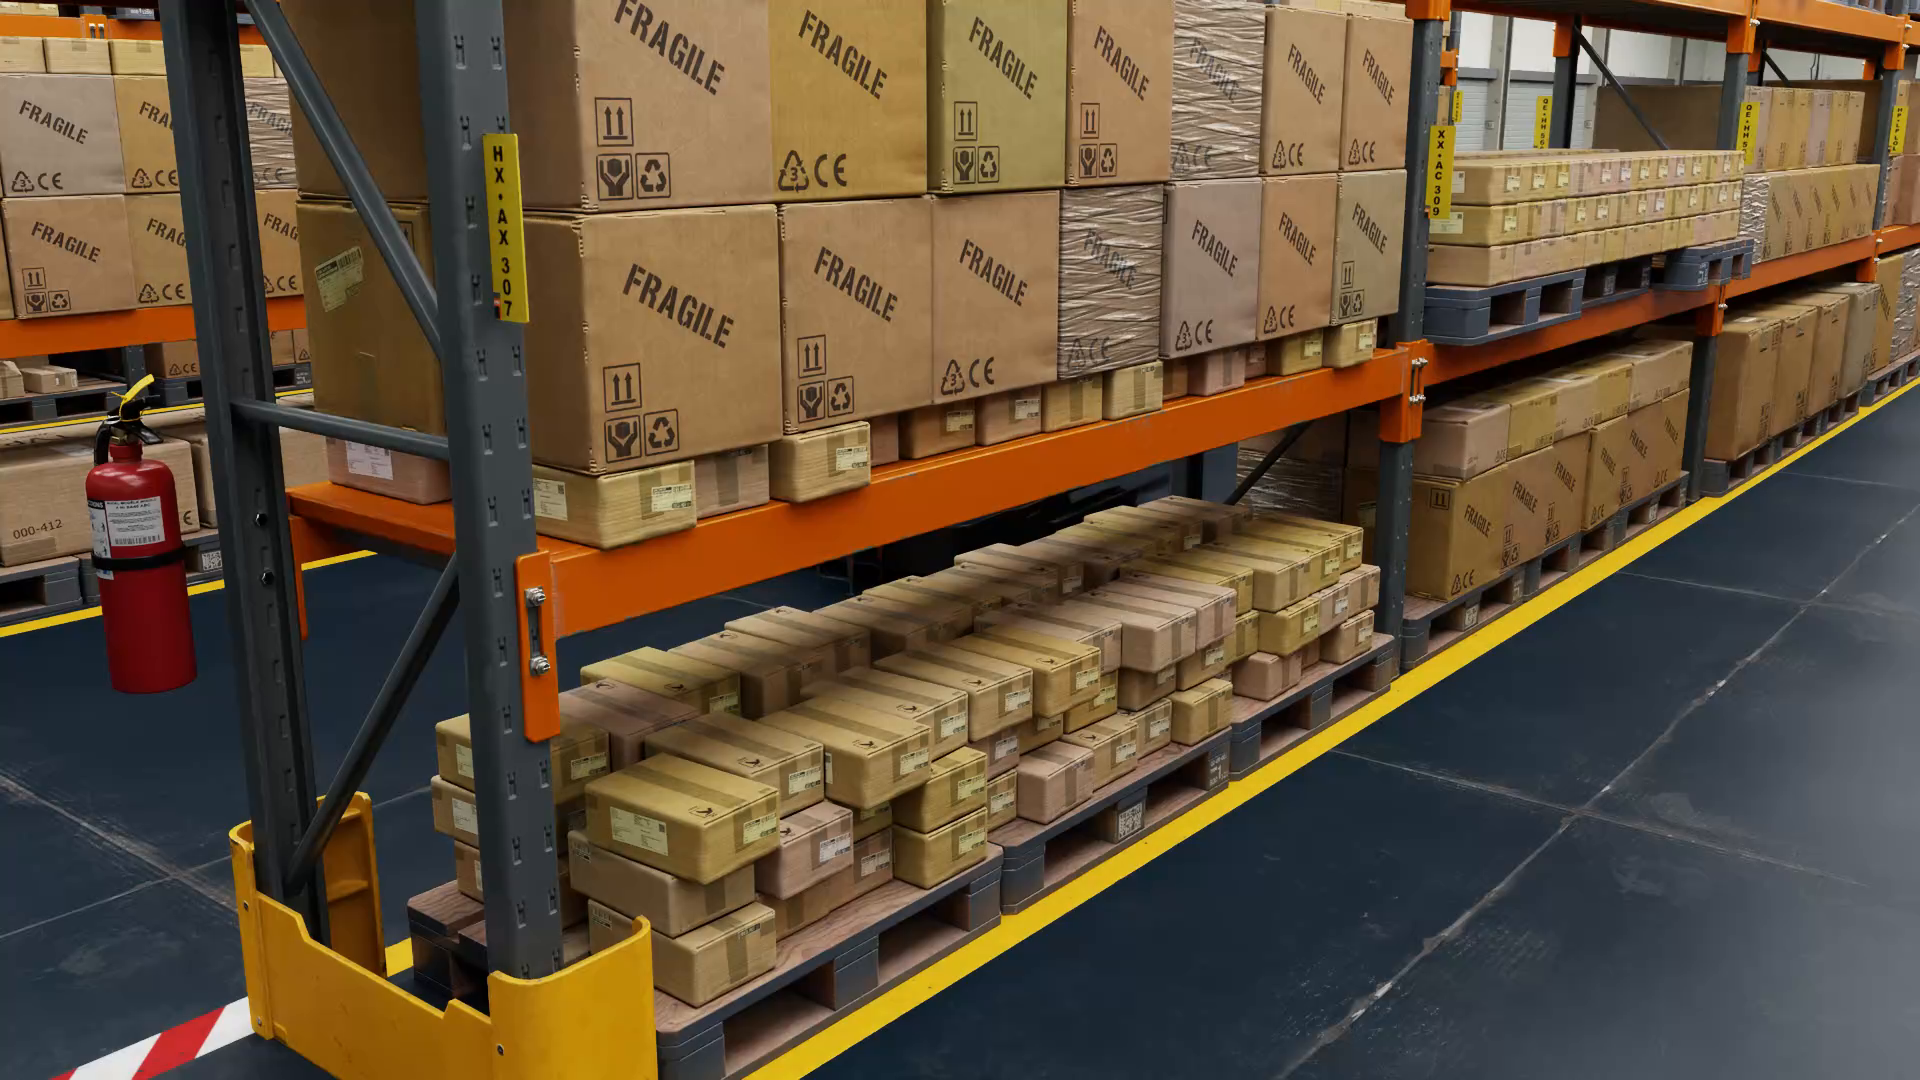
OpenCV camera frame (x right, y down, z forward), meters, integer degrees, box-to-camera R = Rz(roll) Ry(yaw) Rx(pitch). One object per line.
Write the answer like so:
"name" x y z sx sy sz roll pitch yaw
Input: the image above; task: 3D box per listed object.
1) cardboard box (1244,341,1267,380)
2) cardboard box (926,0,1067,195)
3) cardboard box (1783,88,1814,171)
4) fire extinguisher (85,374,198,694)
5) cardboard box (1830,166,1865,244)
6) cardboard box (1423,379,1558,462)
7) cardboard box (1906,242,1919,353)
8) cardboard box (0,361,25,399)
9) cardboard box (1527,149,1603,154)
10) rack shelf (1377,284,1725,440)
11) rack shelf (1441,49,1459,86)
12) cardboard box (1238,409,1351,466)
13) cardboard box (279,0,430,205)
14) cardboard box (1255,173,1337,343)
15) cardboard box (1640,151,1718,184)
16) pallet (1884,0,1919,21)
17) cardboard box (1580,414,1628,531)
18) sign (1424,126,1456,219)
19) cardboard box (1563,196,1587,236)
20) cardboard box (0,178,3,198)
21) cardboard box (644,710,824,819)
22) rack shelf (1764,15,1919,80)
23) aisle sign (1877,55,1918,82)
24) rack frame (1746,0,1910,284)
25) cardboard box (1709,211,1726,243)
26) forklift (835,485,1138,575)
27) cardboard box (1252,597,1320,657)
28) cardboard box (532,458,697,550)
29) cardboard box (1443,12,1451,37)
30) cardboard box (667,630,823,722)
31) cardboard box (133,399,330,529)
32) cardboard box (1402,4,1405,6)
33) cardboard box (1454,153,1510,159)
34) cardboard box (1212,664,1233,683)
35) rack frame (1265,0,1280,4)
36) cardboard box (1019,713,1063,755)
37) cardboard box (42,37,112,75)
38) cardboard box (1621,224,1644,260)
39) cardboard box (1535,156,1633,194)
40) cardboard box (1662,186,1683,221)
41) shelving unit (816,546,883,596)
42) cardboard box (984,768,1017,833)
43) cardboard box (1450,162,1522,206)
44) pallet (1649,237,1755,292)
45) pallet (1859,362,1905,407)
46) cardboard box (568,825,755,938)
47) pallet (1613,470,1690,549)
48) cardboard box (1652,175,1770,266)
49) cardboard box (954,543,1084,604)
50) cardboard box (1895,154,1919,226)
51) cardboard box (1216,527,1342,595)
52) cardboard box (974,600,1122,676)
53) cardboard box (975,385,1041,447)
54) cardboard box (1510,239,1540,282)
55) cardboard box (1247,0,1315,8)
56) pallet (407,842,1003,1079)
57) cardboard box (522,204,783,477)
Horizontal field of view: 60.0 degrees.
"cardboard box" 0.784 -0.620 5.481 0.380 0.149 0.250 11 18 36
"cardboard box" -0.080 -1.129 4.138 0.500 0.500 0.500 11 18 36
"cardboard box" 5.051 -2.657 10.754 0.700 0.500 0.500 11 18 37
"fire extinguisher" -1.743 -0.018 3.518 0.296 0.674 0.183 11 18 38
"cardboard box" 5.879 -2.322 11.468 0.500 0.500 0.500 11 18 37
"cardboard box" 2.291 -0.538 7.349 0.500 0.250 0.500 12 18 39
"cardboard box" 7.905 -2.142 14.426 0.875 0.875 0.875 11 18 37
"cardboard box" -6.834 -1.151 11.763 0.396 0.266 0.258 12 19 40
"cardboard box" 3.195 -2.005 8.873 0.380 0.149 0.250 11 18 36
"rack shelf" 2.546 -1.014 7.983 1.077 0.370 4.000 11 18 38
"rack shelf" 3.660 -4.746 16.583 1.077 0.370 4.000 11 18 38
"cardboard box" 1.560 -0.517 7.266 0.500 0.250 0.500 11 18 36
"cardboard box" -1.131 -1.017 3.695 0.500 0.500 0.500 11 18 36
"cardboard box" 0.877 -0.936 5.410 0.500 0.500 0.500 11 18 36
"cardboard box" 3.527 -1.853 8.274 0.380 0.149 0.250 12 19 39
"pallet" 6.839 -4.077 12.669 1.003 0.211 1.213 11 18 38
"cardboard box" 2.944 -0.368 8.205 0.500 0.500 0.500 10 18 35
"sign" 1.716 -1.317 5.955 0.100 0.325 0.005 11 18 38
"cardboard box" 2.380 -1.359 6.933 0.380 0.149 0.250 10 18 35
"cardboard box" -4.296 -1.641 6.757 0.500 0.500 0.500 11 18 36
"cardboard box" -0.552 0.557 4.066 0.380 0.149 0.250 12 18 39
"rack shelf" 7.574 -4.000 13.644 1.077 0.370 4.000 11 18 38
"aisle sign" 8.642 -4.598 15.349 0.394 0.787 0.004 11 18 38
"rack frame" 6.317 -2.512 12.417 1.000 3.000 0.127 11 18 38
"cardboard box" 3.693 -1.614 8.543 0.380 0.149 0.250 11 18 37
"forklift" 0.318 -1.552 8.781 1.130 2.935 3.031 8 16 30
"cardboard box" 1.023 0.272 5.794 0.380 0.149 0.250 10 18 36
"cardboard box" -0.767 -0.103 3.446 0.380 0.149 0.250 11 18 37
"cardboard box" 4.805 -5.410 17.434 0.500 0.250 0.500 11 18 37
"cardboard box" -0.611 0.388 4.734 0.380 0.149 0.250 10 18 35
"cardboard box" -3.665 -0.413 8.506 0.875 0.438 0.875 11 18 36
"cardboard box" 4.397 -5.497 16.966 0.380 0.149 0.250 11 18 38
"cardboard box" 2.377 -1.758 7.900 0.380 0.149 0.250 11 18 37
"cardboard box" 0.703 0.456 5.674 0.380 0.149 0.250 11 18 36
"rack frame" 2.403 -6.166 14.618 1.000 3.000 0.127 11 18 38
"cardboard box" 0.082 0.500 4.898 0.380 0.149 0.250 12 19 40
"cardboard box" -3.874 -2.079 7.163 0.380 0.149 0.250 11 18 38
"cardboard box" 2.871 -1.364 7.558 0.380 0.149 0.250 10 17 35
"cardboard box" 2.706 -1.602 7.284 0.380 0.149 0.250 12 19 40
"cardboard box" 3.201 -1.609 7.918 0.380 0.149 0.250 11 18 37
"shelving unit" -0.526 -0.291 7.608 0.215 1.050 0.252 8 20 30
"cardboard box" -0.063 0.707 4.685 0.380 0.149 0.250 11 18 38
"cardboard box" 1.894 -1.354 6.309 0.380 0.149 0.250 12 19 40
"pallet" 3.438 -1.500 8.823 1.213 0.211 1.003 11 18 38
"pallet" 6.856 -1.294 13.286 1.003 0.211 1.213 11 18 38
"cardboard box" -0.696 0.760 3.872 0.380 0.149 0.250 12 19 40
"pallet" 3.311 -0.245 9.157 1.003 0.211 1.213 11 18 38
"cardboard box" 4.295 -1.838 9.563 0.500 0.500 0.500 12 18 38
"cardboard box" 0.202 0.134 5.734 0.380 0.149 0.250 12 18 39
"cardboard box" 7.298 -2.851 13.448 0.875 0.550 0.550 11 18 38
"cardboard box" 1.138 0.074 5.969 0.380 0.149 0.250 12 18 38
"cardboard box" 0.264 0.311 5.037 0.380 0.149 0.250 11 18 38
"cardboard box" -0.005 -0.363 4.471 0.380 0.149 0.250 11 18 36
"cardboard box" 2.064 -1.120 6.595 0.380 0.149 0.250 12 18 38
"cardboard box" 2.893 -4.825 15.134 0.500 0.250 0.500 11 18 36
"pallet" -0.639 0.973 4.362 1.003 0.211 1.213 11 18 38
"cardboard box" -0.728 -0.449 3.492 0.500 0.500 0.500 12 19 40
